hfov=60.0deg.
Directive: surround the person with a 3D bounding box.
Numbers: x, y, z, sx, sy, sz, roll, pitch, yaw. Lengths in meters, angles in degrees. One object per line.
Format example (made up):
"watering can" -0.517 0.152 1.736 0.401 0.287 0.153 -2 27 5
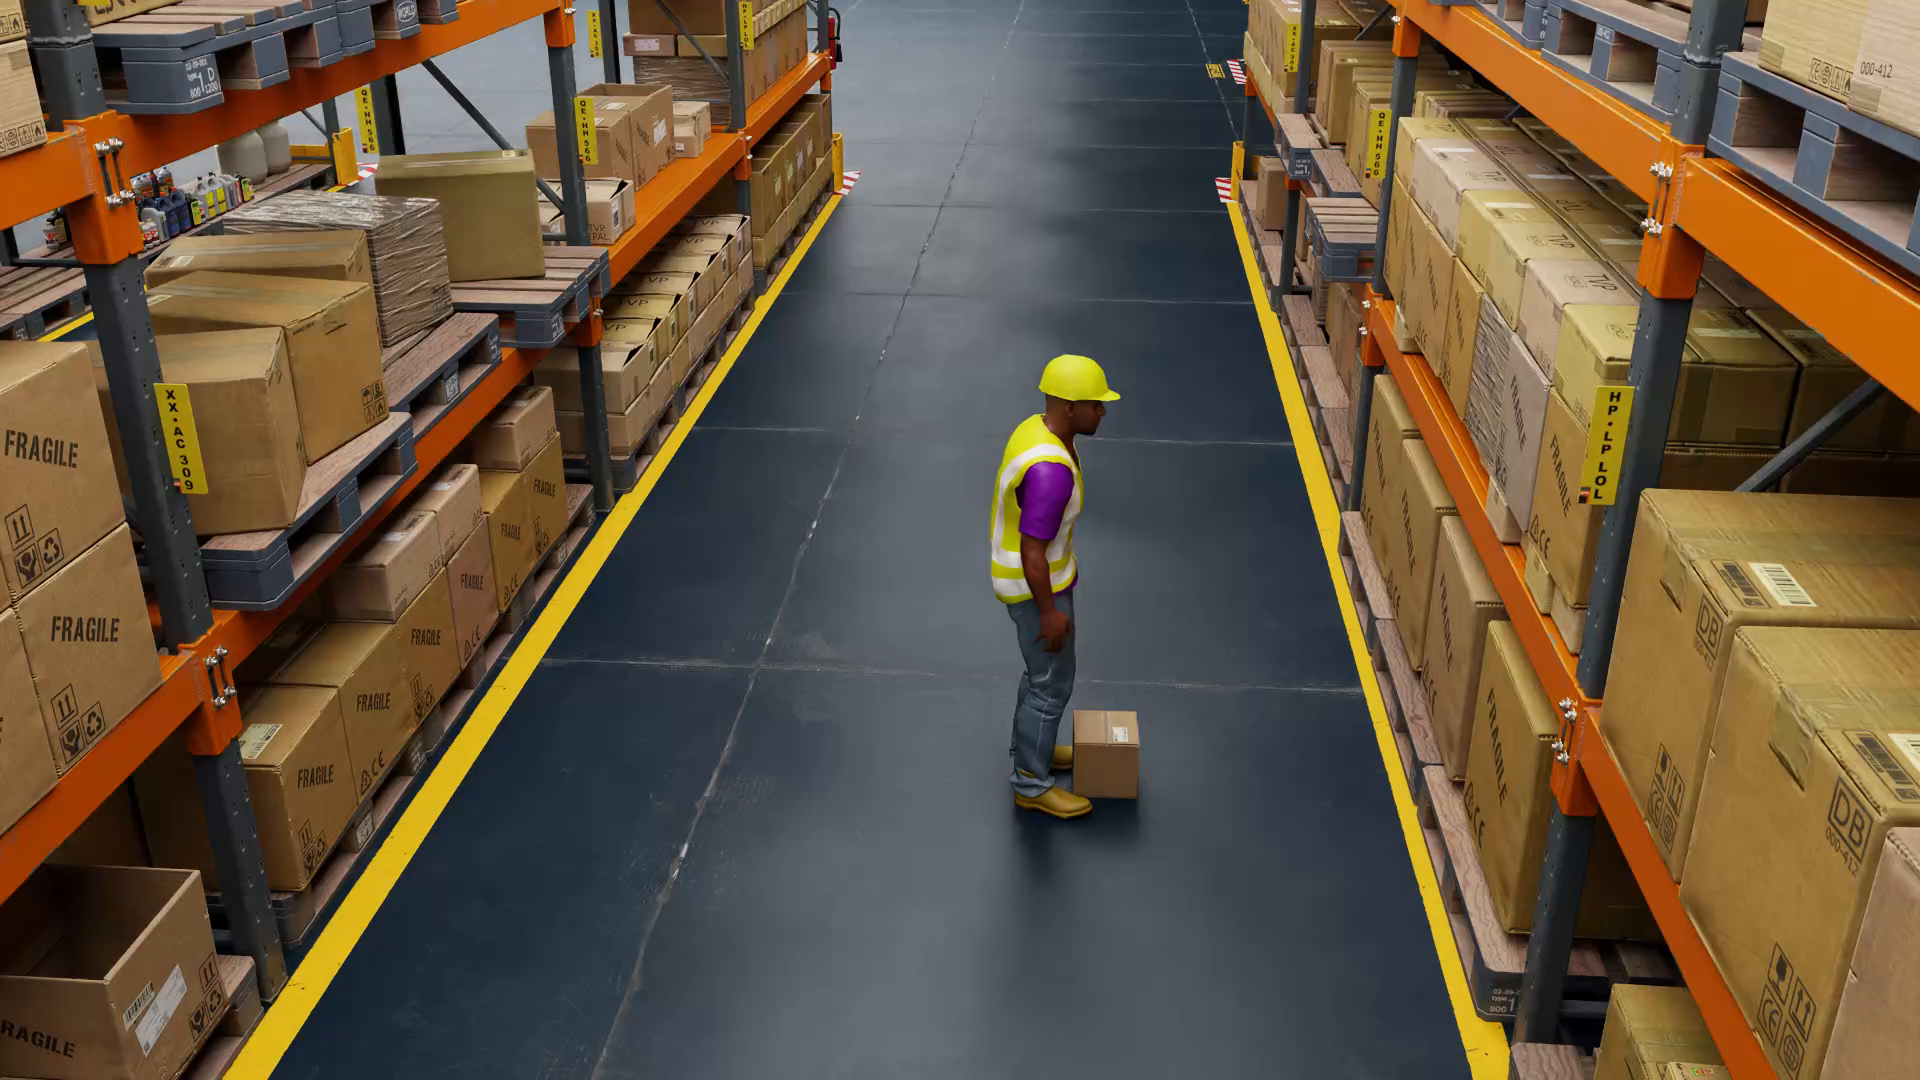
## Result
"person" 0.341 0.157 6.236 0.460 1.760 0.627 2 24 4
